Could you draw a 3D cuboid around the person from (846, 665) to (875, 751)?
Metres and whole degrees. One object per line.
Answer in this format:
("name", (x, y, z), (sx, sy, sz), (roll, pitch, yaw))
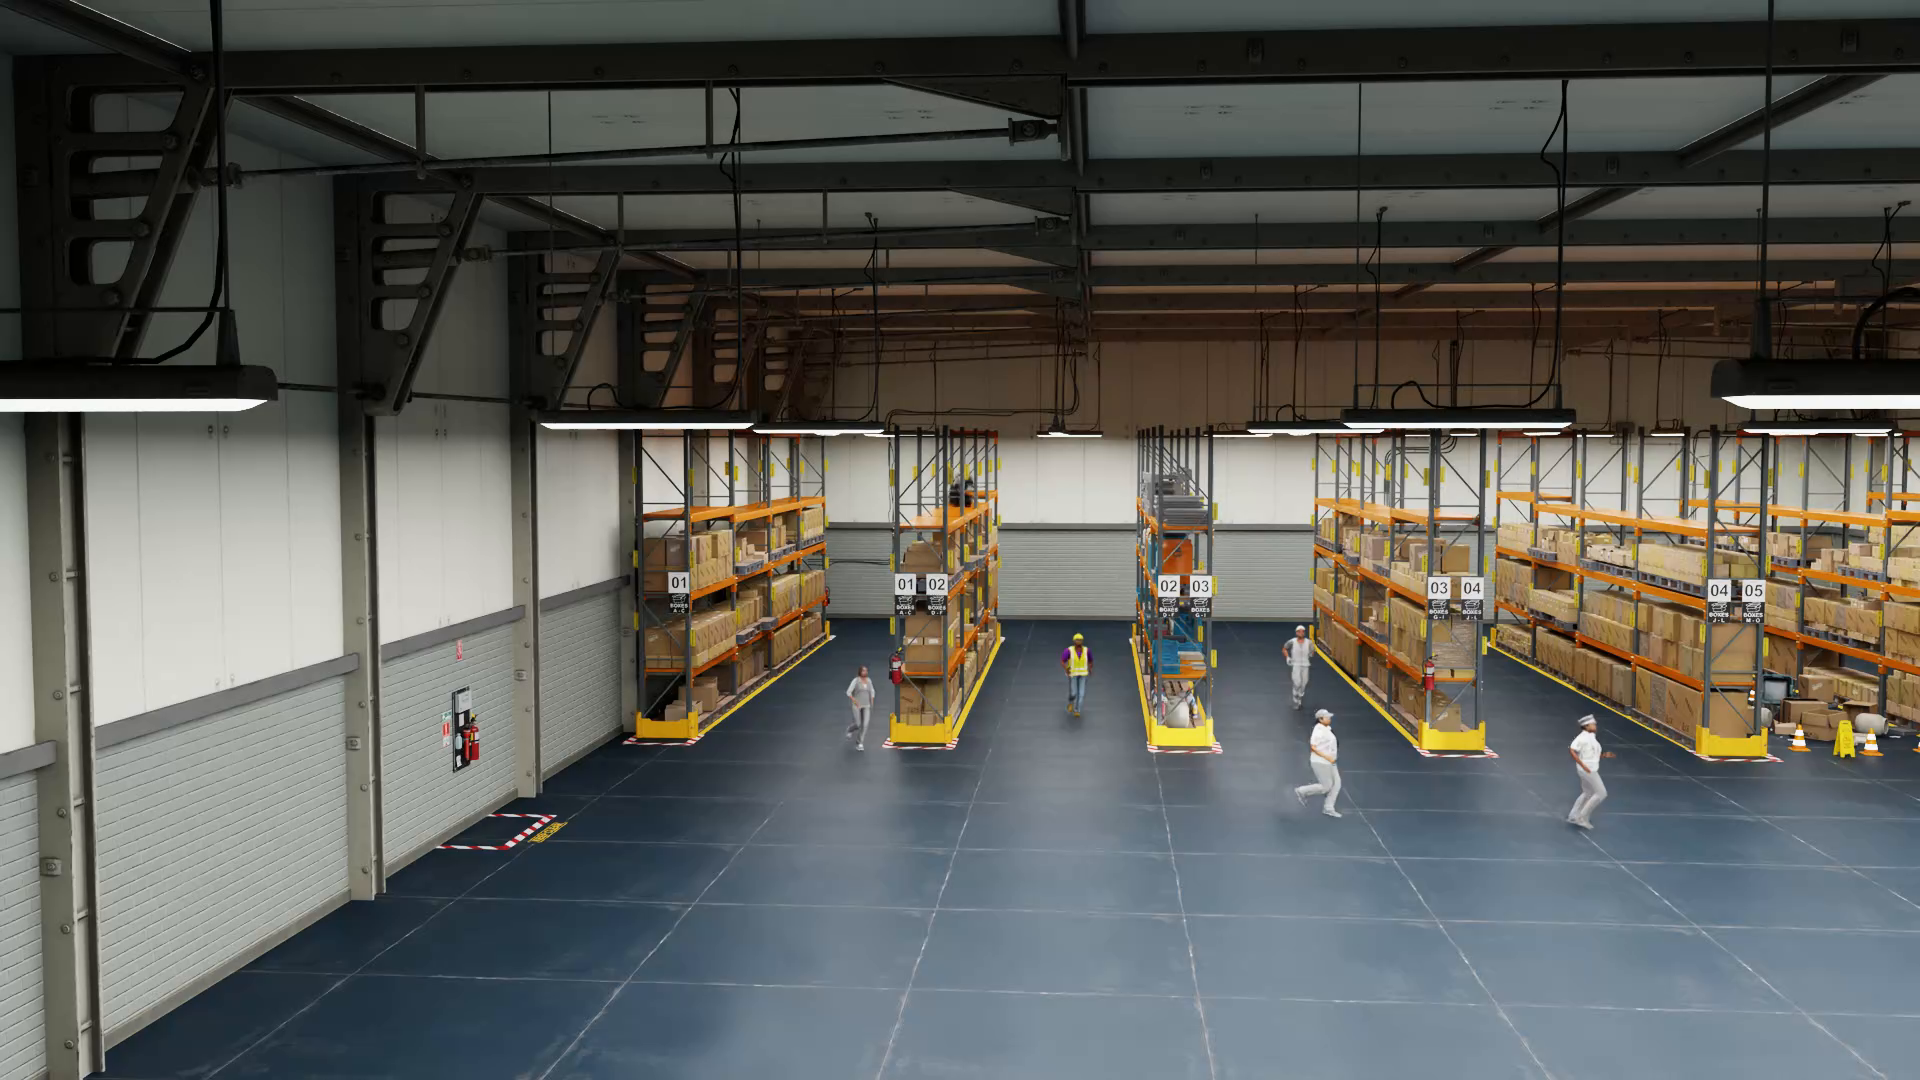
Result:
("person", (-1.826, 3.094, 30.864), (0.567, 1.541, 0.699), (-1, 4, -24))

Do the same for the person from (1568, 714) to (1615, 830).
("person", (9.297, 3.415, 24.484), (0.644, 1.706, 0.547), (2, 4, 28))

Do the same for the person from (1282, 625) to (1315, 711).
("person", (7.209, 2.715, 35.243), (0.636, 1.801, 0.694), (0, 3, -2))

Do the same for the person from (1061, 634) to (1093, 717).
("person", (2.434, 2.795, 34.402), (0.682, 1.723, 0.573), (0, 3, -7))

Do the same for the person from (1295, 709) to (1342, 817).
("person", (5.498, 3.395, 25.385), (0.697, 1.645, 0.608), (2, 4, 28))
